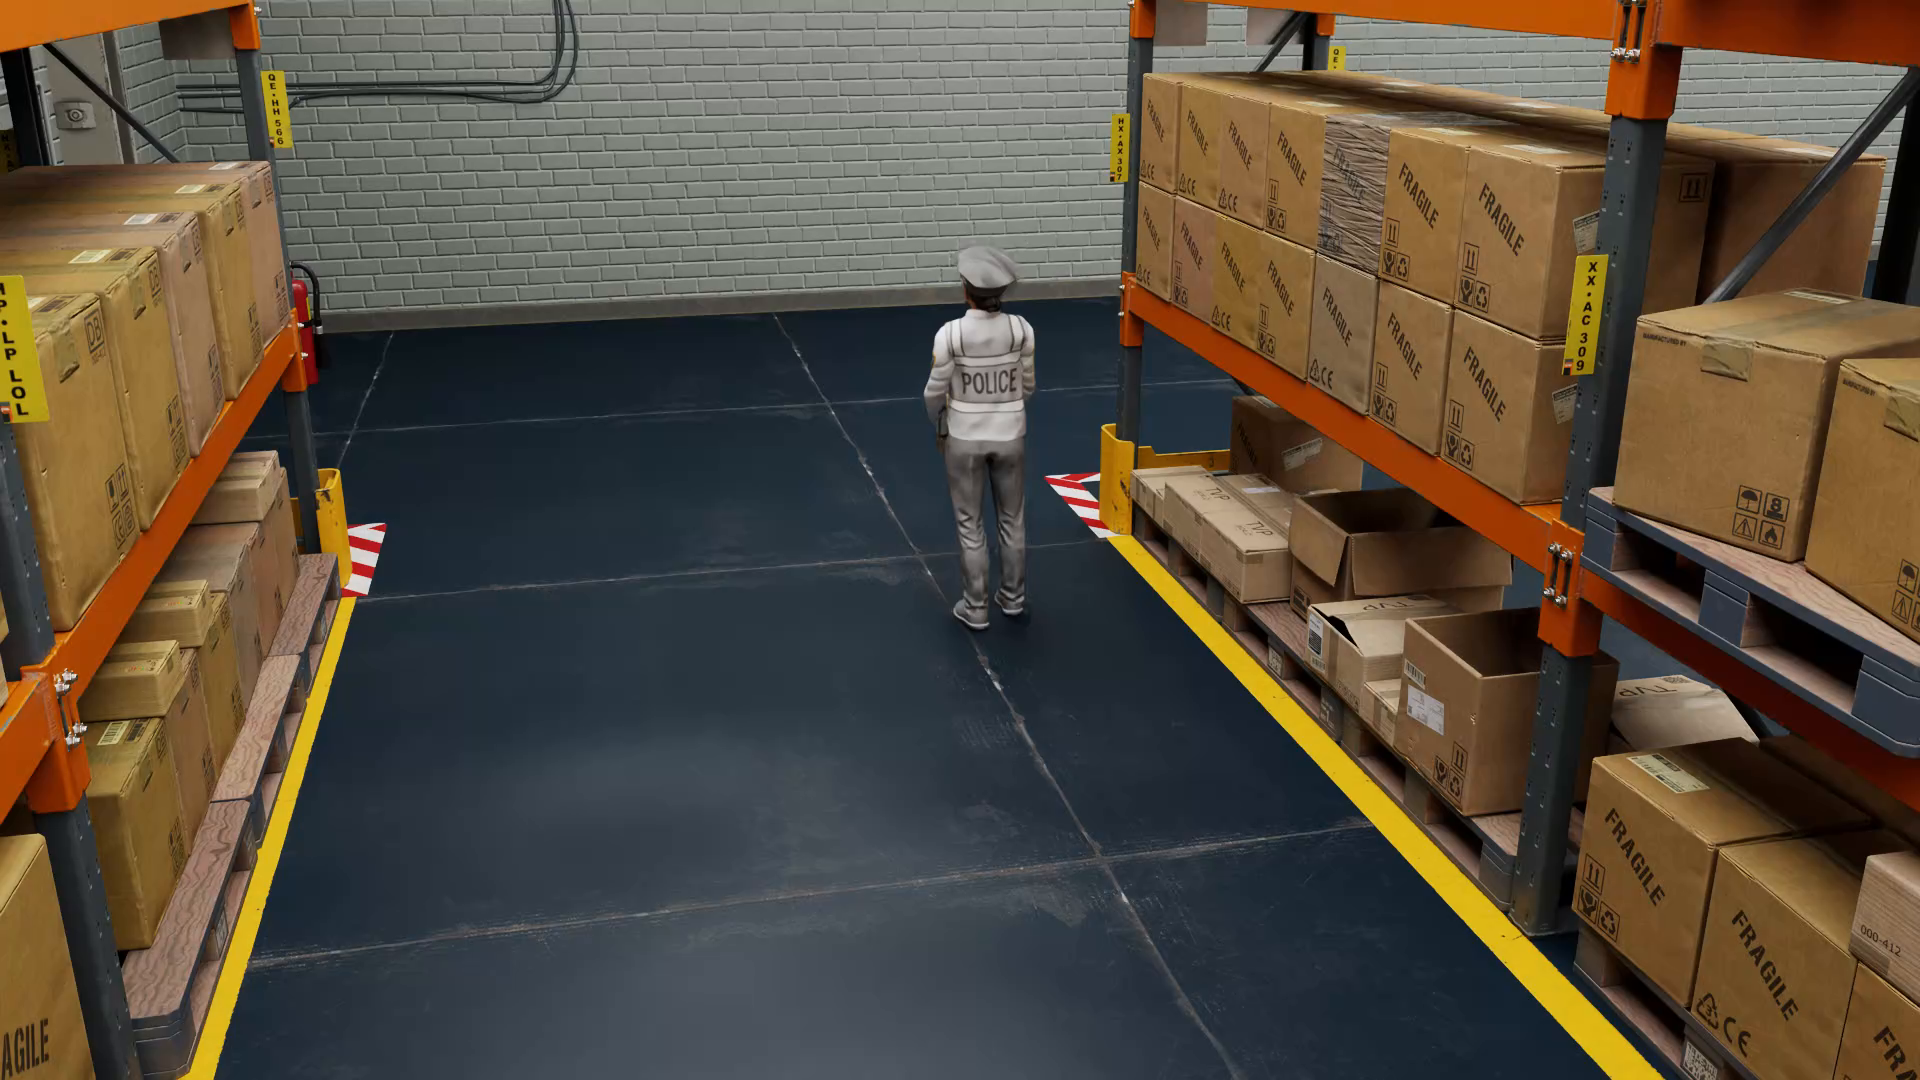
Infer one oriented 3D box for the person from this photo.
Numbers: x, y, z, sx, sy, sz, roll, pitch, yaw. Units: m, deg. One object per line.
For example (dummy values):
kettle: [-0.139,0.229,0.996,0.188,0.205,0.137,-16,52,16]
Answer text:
person: [0.067,-0.457,7.269,0.493,1.701,0.514,-5,20,-13]
